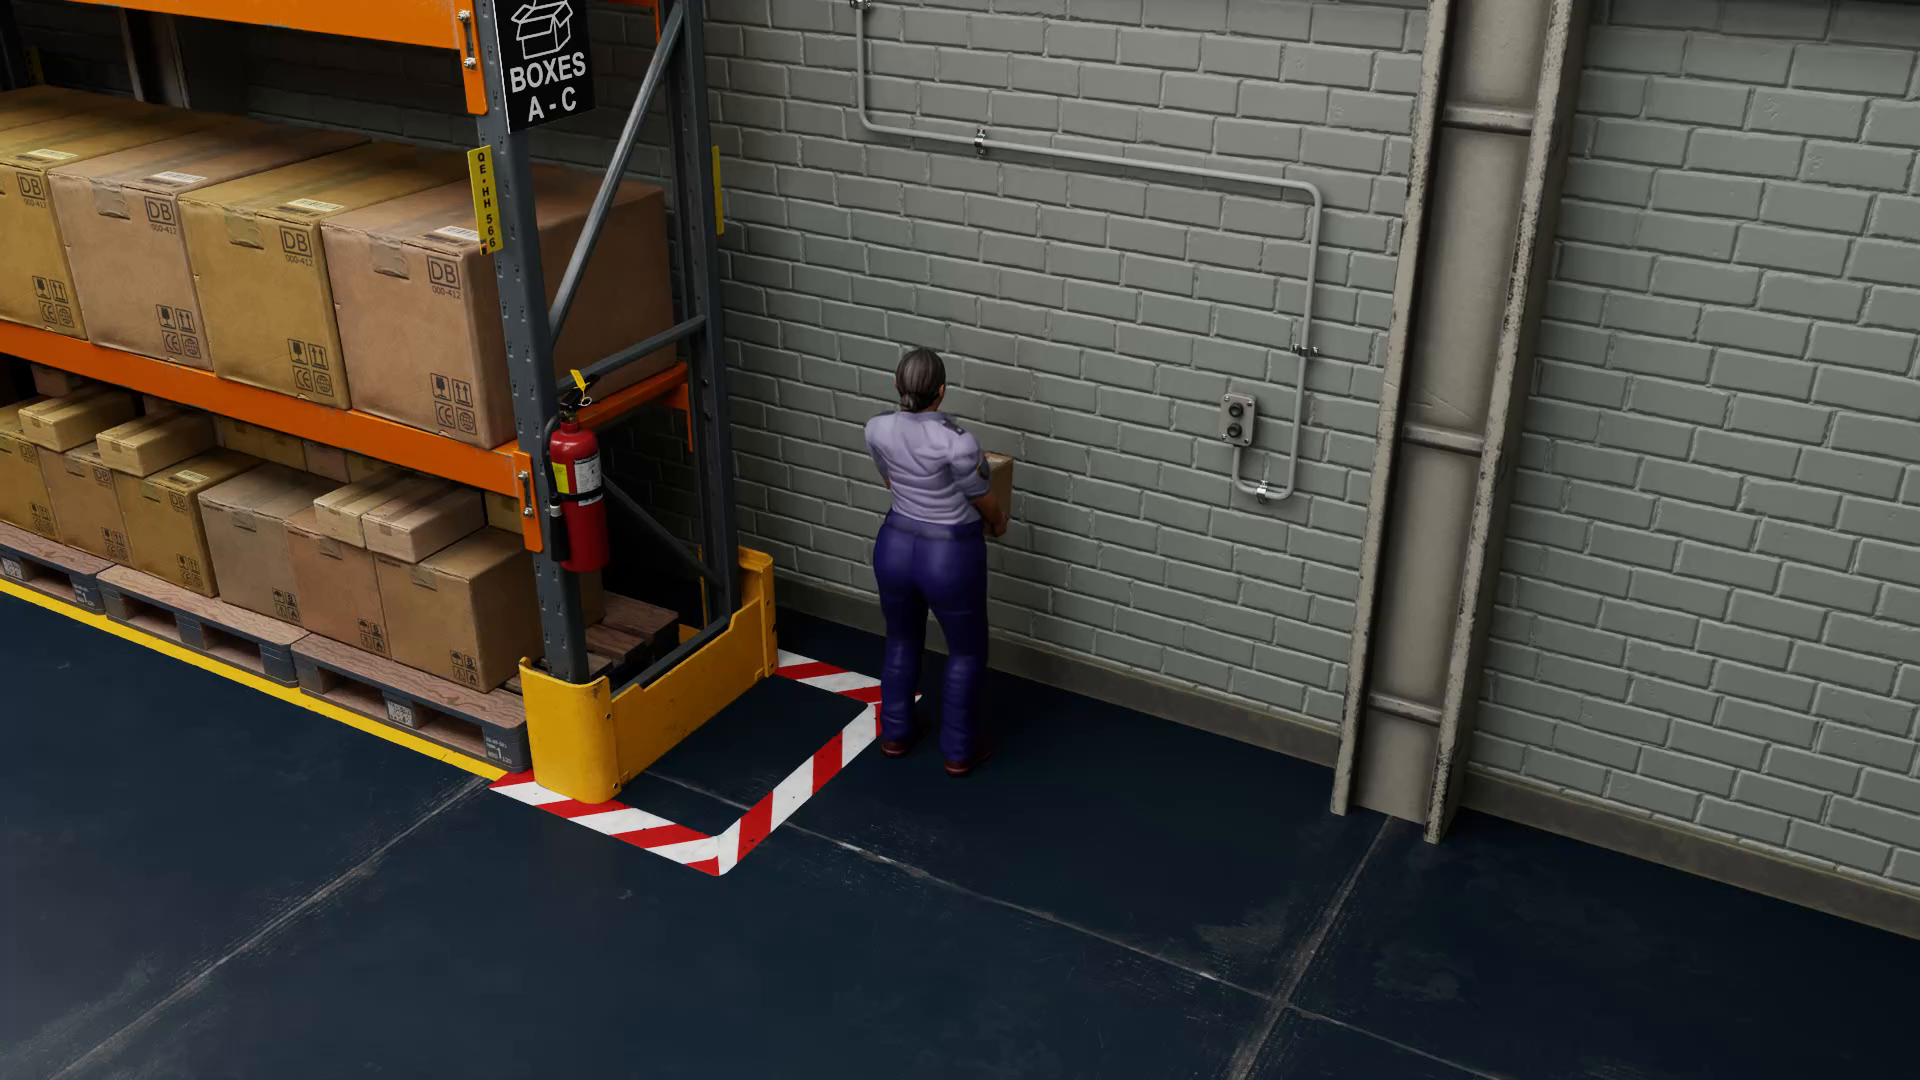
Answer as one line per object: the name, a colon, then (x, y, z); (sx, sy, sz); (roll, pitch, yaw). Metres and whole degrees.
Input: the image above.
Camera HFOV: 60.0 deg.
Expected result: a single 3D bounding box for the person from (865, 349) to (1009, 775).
person: (-0.066, 0.047, 6.051); (0.451, 1.643, 0.516); (13, 30, 25)
